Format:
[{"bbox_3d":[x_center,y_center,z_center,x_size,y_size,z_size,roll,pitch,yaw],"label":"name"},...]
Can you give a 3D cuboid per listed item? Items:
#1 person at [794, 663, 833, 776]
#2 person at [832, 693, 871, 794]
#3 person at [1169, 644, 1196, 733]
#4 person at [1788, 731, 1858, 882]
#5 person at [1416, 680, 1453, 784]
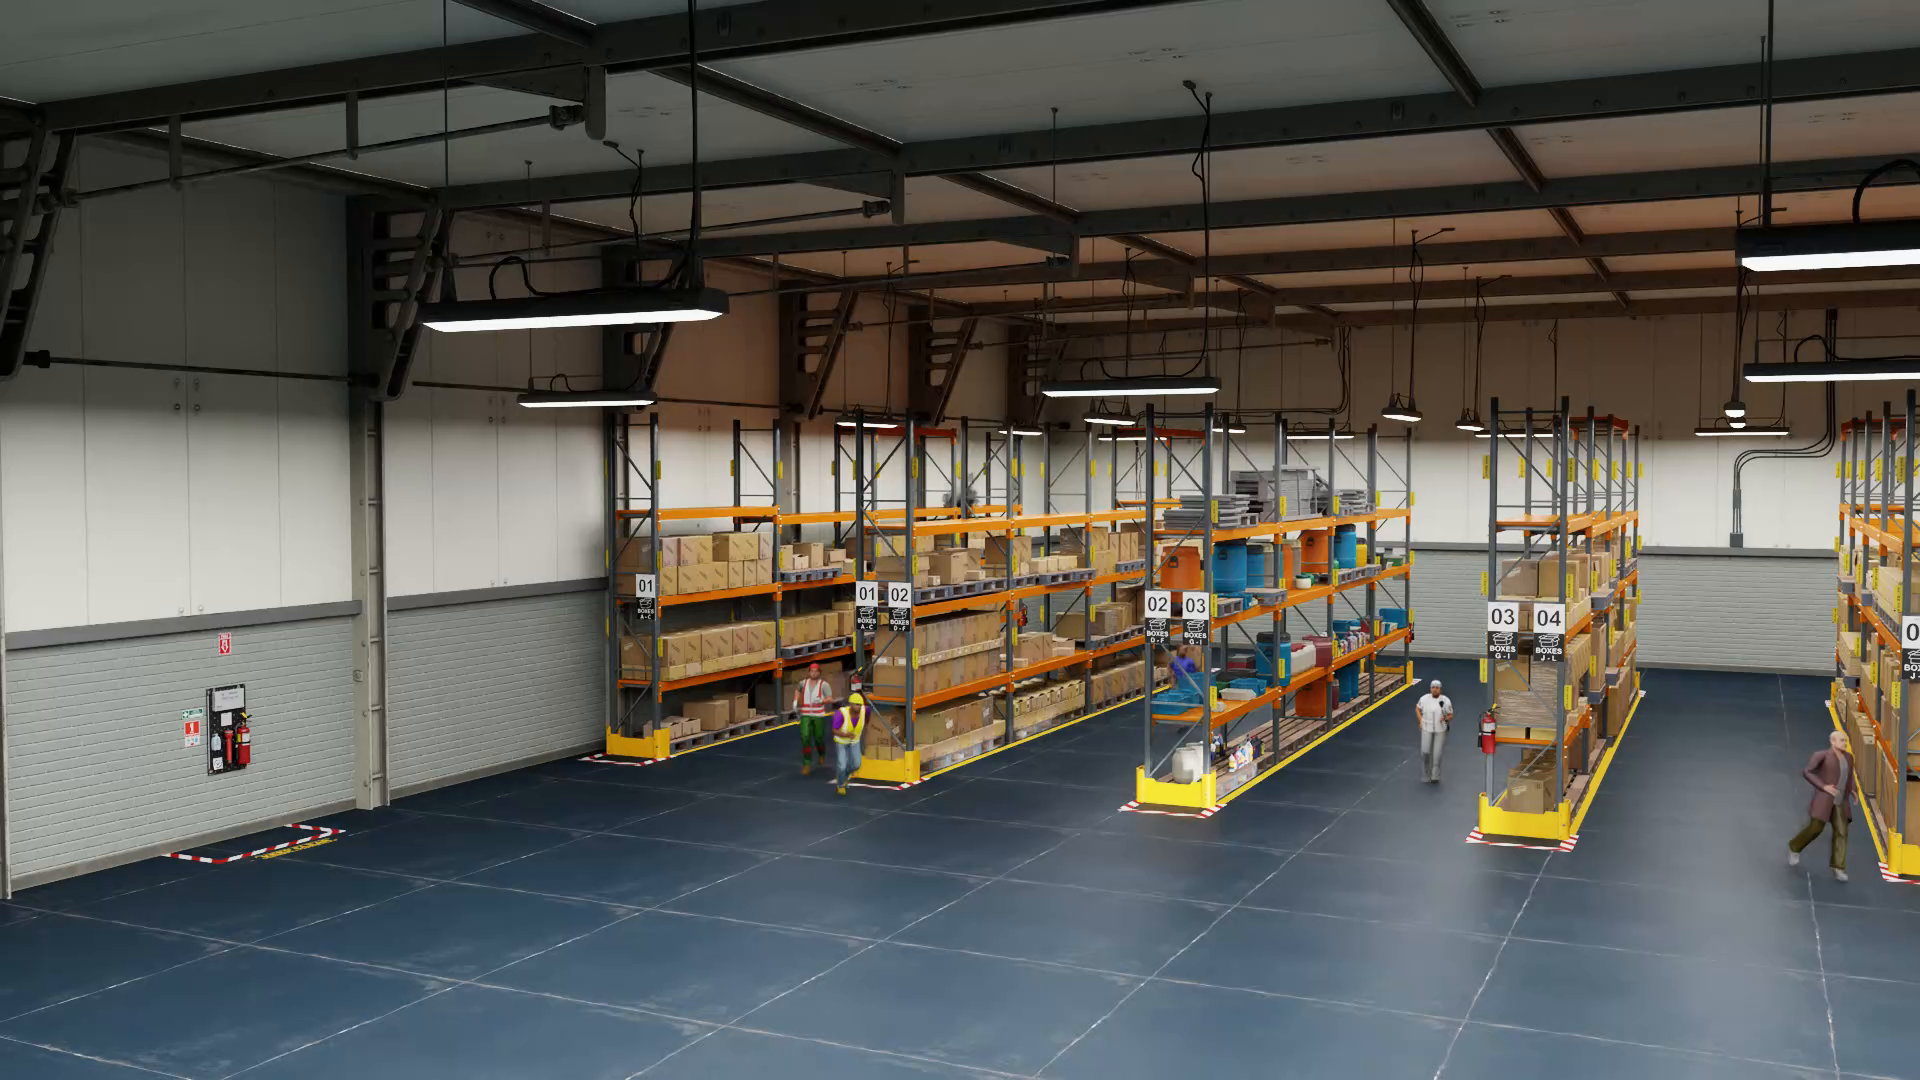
[{"bbox_3d":[-2.453,2.944,27.644,0.671,1.792,0.978,0,2,3],"label":"person"},{"bbox_3d":[-1.646,3.127,25.542,0.732,1.606,0.832,-1,3,-28],"label":"person"},{"bbox_3d":[4.247,2.849,31.821,0.555,1.716,0.741,1,2,14],"label":"person"},{"bbox_3d":[10.807,3.243,20.562,0.766,1.754,1.045,0,2,-5],"label":"person"},{"bbox_3d":[7.562,3.068,26.538,0.578,1.669,0.662,1,3,17],"label":"person"}]
